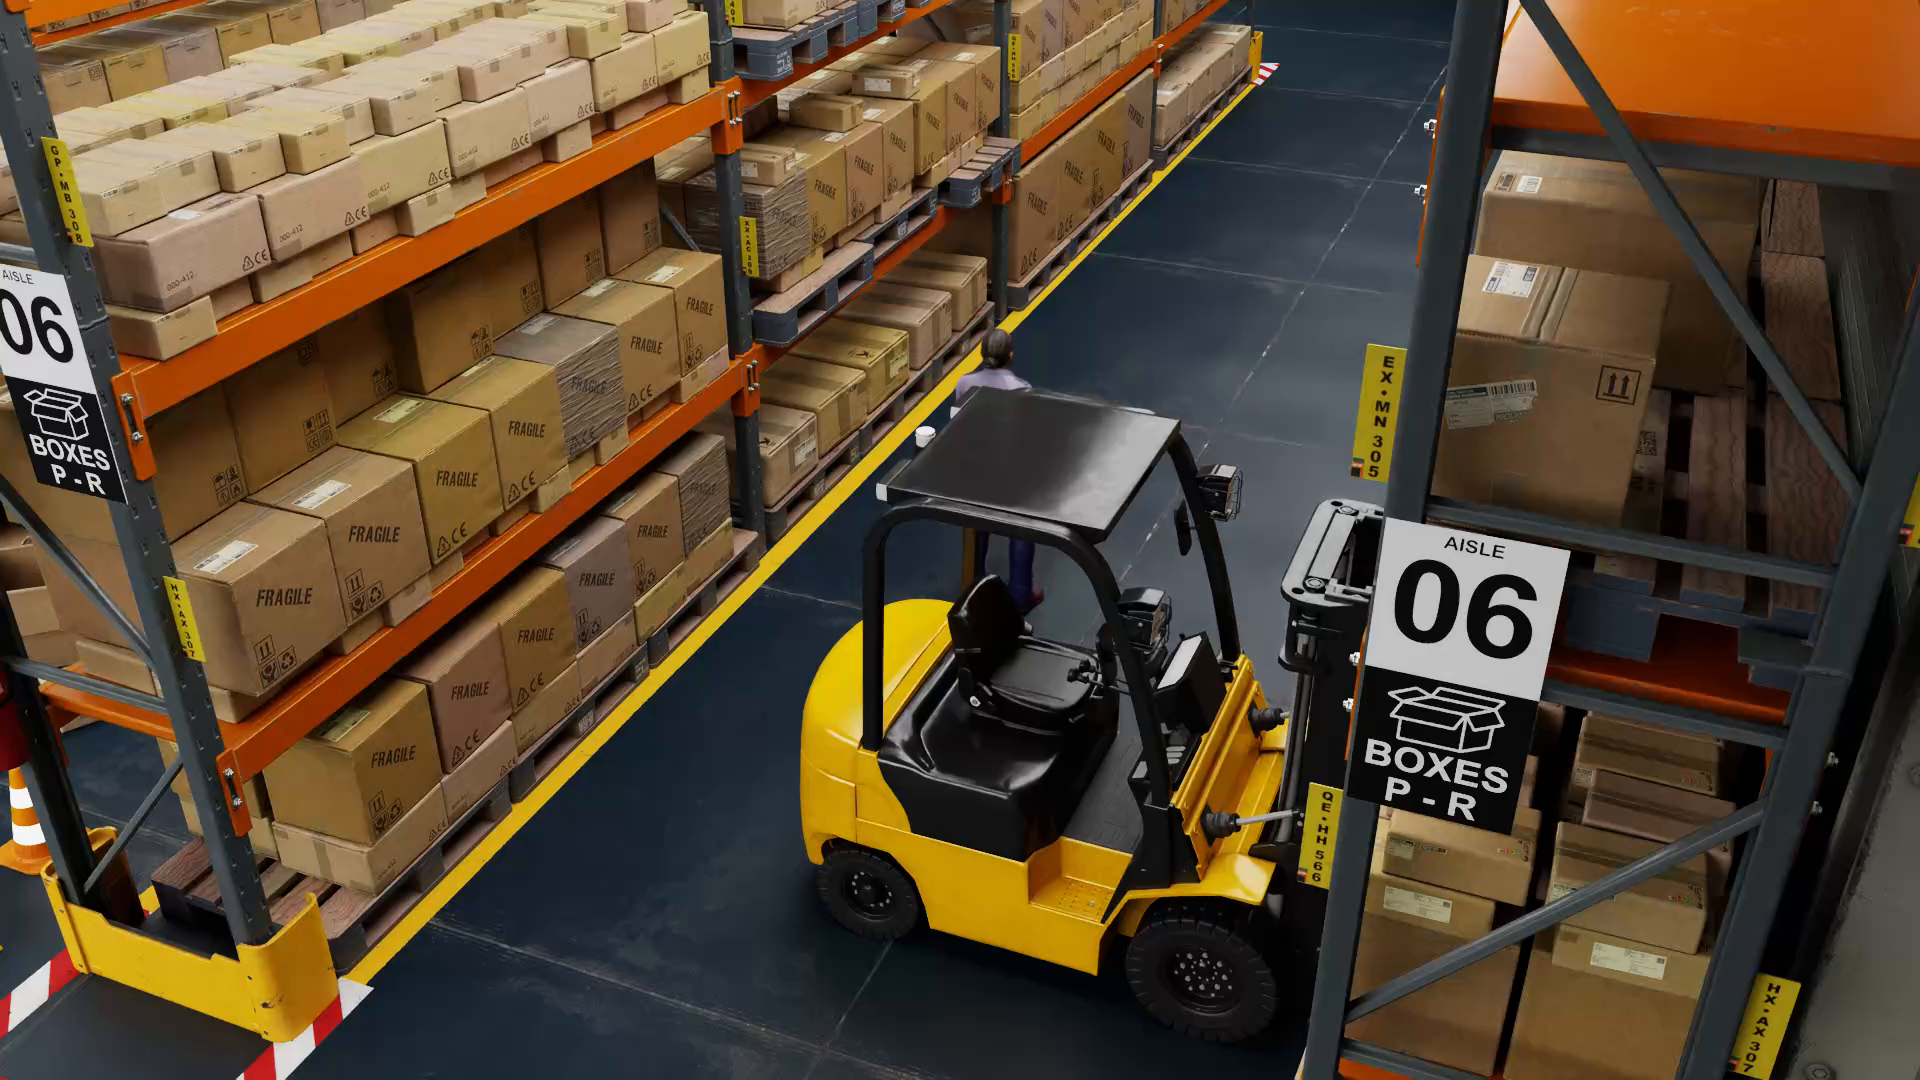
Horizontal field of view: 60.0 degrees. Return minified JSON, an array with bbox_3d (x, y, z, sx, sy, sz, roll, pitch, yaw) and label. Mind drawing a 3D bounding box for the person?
[{"bbox_3d":[0.223,-0.395,9.083,0.498,1.656,0.450,11,32,18],"label":"person"}]
